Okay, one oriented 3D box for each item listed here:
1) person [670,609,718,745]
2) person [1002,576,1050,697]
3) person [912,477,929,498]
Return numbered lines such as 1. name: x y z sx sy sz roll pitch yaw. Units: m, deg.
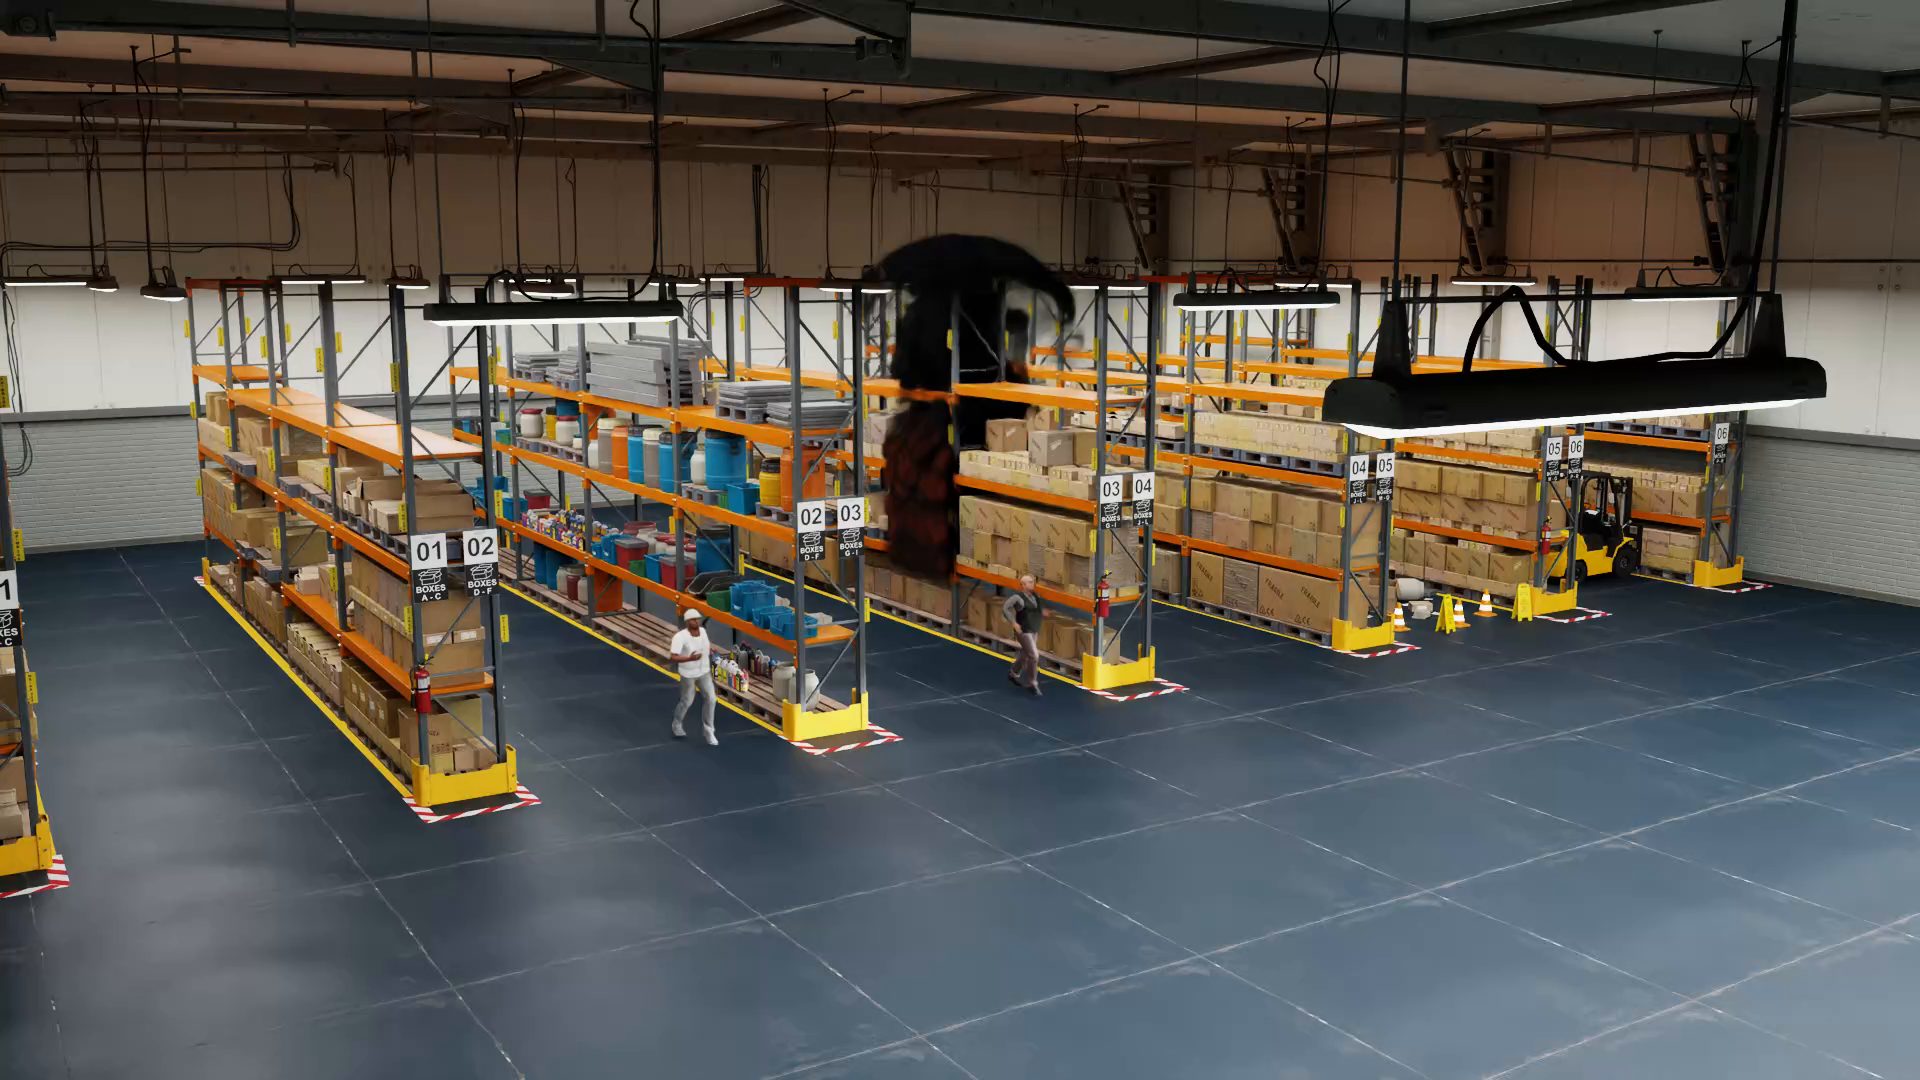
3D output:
1. person: -3.537 1.810 21.983 0.684 1.847 0.725 -8 13 -41
2. person: 0.986 1.403 24.511 0.756 1.781 0.641 7 12 37
3. person: -0.702 -0.521 35.698 0.730 1.749 1.110 -4 10 -23
